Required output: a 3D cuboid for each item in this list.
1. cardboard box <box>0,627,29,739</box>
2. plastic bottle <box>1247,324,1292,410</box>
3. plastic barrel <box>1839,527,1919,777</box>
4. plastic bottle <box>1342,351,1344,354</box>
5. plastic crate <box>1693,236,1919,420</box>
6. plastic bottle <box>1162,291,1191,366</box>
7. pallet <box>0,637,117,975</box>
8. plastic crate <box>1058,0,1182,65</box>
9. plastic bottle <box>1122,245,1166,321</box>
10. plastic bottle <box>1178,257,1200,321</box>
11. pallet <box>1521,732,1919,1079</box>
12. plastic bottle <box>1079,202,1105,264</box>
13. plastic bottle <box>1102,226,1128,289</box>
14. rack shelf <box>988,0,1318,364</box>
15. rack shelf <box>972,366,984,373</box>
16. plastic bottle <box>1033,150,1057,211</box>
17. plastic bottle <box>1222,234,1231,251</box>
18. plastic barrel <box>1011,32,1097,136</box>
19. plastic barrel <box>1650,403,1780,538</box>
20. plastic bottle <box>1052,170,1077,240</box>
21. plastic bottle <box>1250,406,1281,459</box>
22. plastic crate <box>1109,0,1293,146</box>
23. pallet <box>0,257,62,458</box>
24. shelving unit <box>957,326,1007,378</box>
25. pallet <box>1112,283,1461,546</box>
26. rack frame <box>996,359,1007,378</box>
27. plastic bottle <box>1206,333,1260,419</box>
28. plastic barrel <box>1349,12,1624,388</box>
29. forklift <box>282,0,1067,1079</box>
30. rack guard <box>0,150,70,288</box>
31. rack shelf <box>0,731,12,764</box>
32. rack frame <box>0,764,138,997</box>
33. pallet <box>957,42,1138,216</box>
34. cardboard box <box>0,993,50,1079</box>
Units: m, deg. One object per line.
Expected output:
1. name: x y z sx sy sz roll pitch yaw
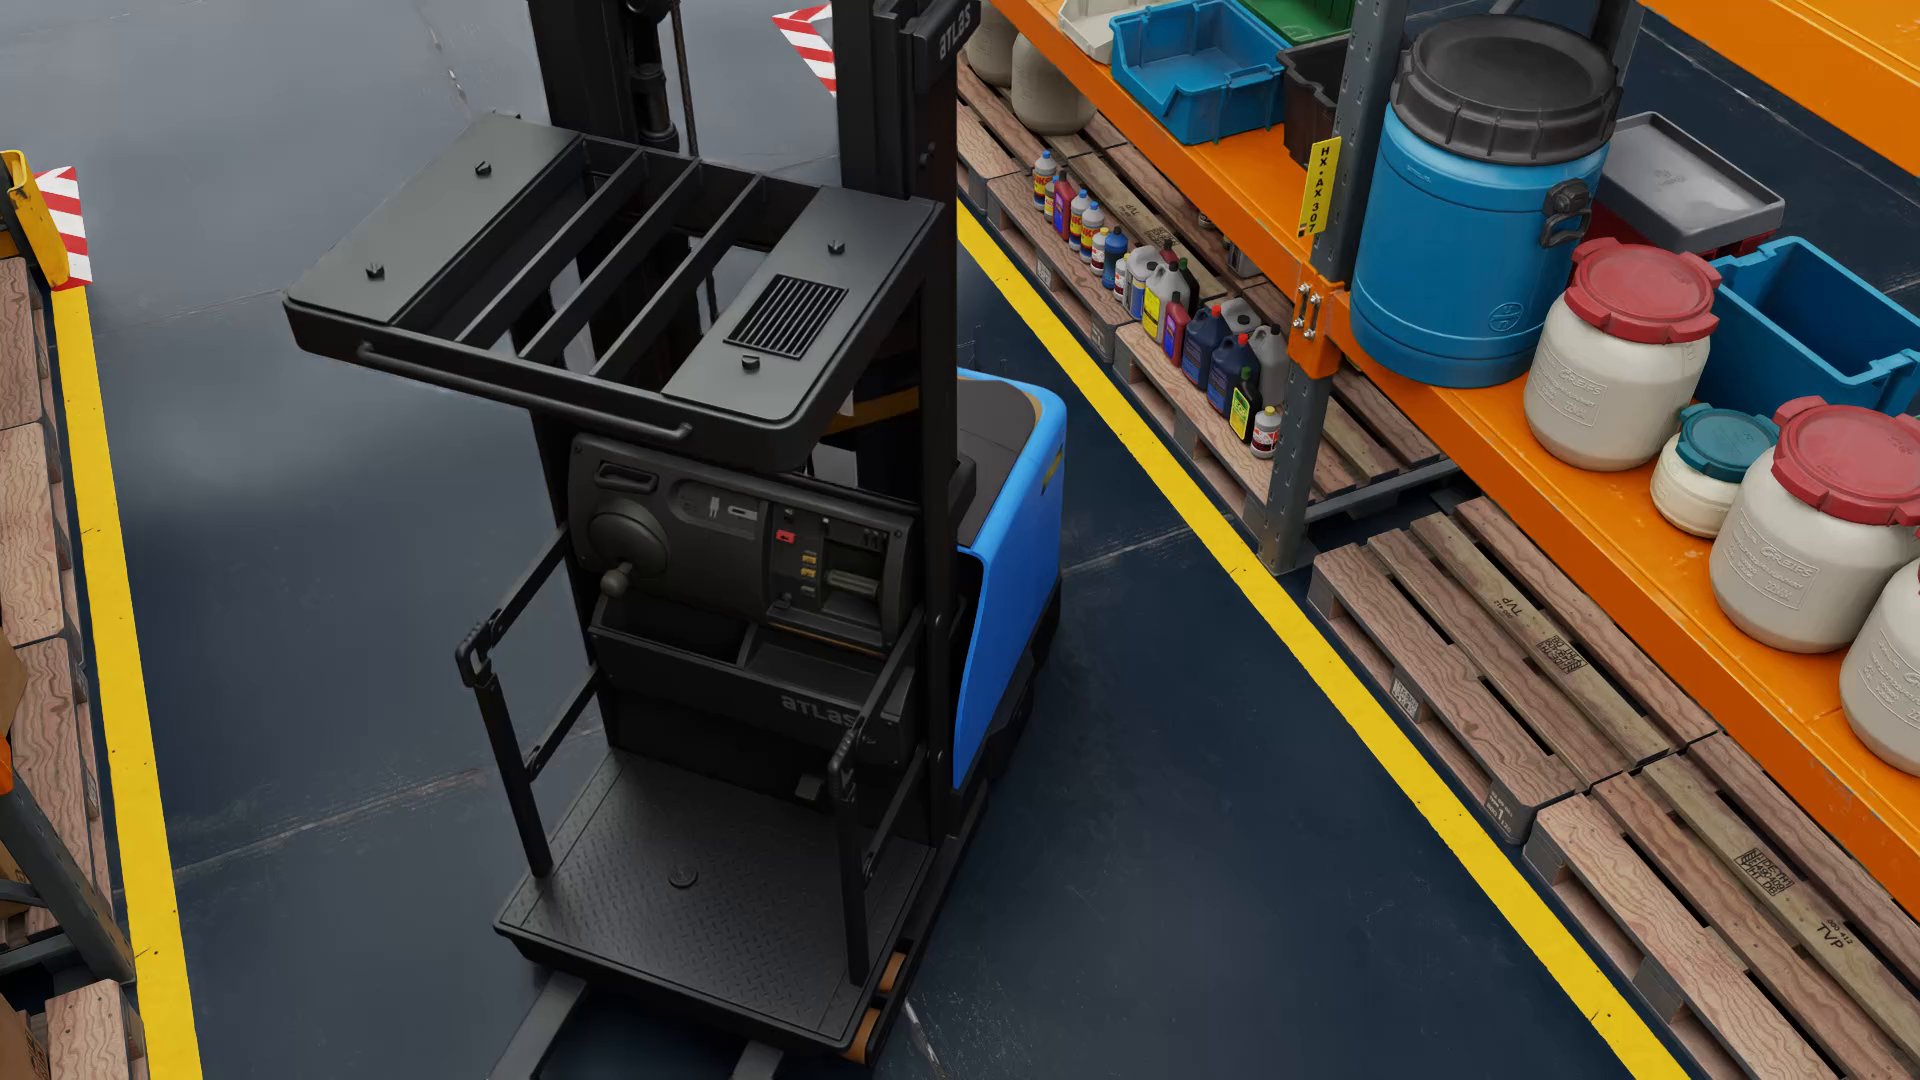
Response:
1. cardboard box: -3.293 0.462 5.127 0.500 0.500 0.500 -5 45 -5
2. plastic bottle: 1.178 -0.693 6.390 0.144 0.351 0.185 -18 47 -17
3. plastic barrel: 2.274 0.258 3.756 0.433 0.535 0.433 0 45 0
4. plastic bottle: 1.486 -0.920 6.619 0.144 0.351 0.185 -18 47 -17
5. plastic crate: 2.326 -0.495 4.627 0.392 0.384 0.575 -18 47 -17
6. plastic bottle: 0.861 -0.840 6.587 0.061 0.283 0.133 -15 47 -15
7. pallet: -3.228 0.926 5.161 1.003 0.211 1.213 -18 47 -17
8. plastic crate: 0.667 -1.978 6.306 0.530 0.136 0.437 -18 47 -17
9. plastic bottle: 0.766 -1.057 6.811 0.152 0.276 0.135 -17 47 -17
10. plastic bottle: 0.913 -1.001 6.750 0.061 0.283 0.133 -18 47 -17
11. pallet: 2.462 1.149 4.936 1.003 0.211 1.213 -18 47 -17
12. plastic bottle: 0.564 -1.316 7.078 0.097 0.271 0.097 0 45 0
13. plastic bottle: 0.649 -1.187 6.947 0.097 0.271 0.097 0 45 0
14. rack shelf: 0.739 -2.130 6.785 1.077 0.370 4.000 -18 47 -17
15. rack shelf: 0.003 -0.484 5.762 0.258 0.077 0.200 -18 47 -17
16. plastic bottle: 0.378 -1.599 7.364 0.097 0.271 0.097 0 45 0
17. plastic bottle: 1.190 -1.355 7.167 0.097 0.201 0.097 0 45 0
18. plastic barrel: 0.455 -2.208 7.825 0.421 0.512 0.421 0 45 0
19. plastic barrel: 1.997 -0.174 4.389 0.301 0.262 0.301 0 45 0
20. plastic bottle: 0.456 -1.453 7.208 0.061 0.283 0.133 -17 47 -17
21. plastic bottle: 1.145 -0.411 6.210 0.097 0.201 0.097 0 45 0
22. plastic crate: 0.868 -1.684 5.927 0.499 0.251 0.616 -18 47 -17
23. pallet: -4.254 -0.629 6.737 1.003 0.211 1.213 -18 47 -17
24. shelving unit: 0.003 -0.315 5.929 0.258 0.900 0.210 -18 47 -17
25. pallet: 1.335 -0.559 6.667 1.003 0.211 1.213 -18 47 -17
26. rack frame: 0.046 -0.250 5.863 0.240 0.900 0.006 -18 47 -17
27. plastic bottle: 1.048 -0.651 6.346 0.144 0.351 0.185 -19 48 -18
28. plastic barrel: 1.468 -0.954 4.725 0.600 0.901 0.708 -18 47 -17
29. forklift: -0.643 0.108 4.054 1.130 2.935 3.031 15 46 14
30. rack guard: -4.564 -1.260 7.171 1.175 0.500 0.348 -18 47 -17
31. rack shelf: -3.755 -0.667 5.303 1.077 0.370 4.000 -18 47 -17
32. rack frame: -2.914 0.351 3.758 1.000 3.000 0.127 -18 47 -17
33. pallet: 0.309 -2.114 8.242 1.003 0.211 1.213 -18 47 -17
34. cardboard box: -2.675 1.482 4.079 0.700 0.500 0.500 -22 49 -20
